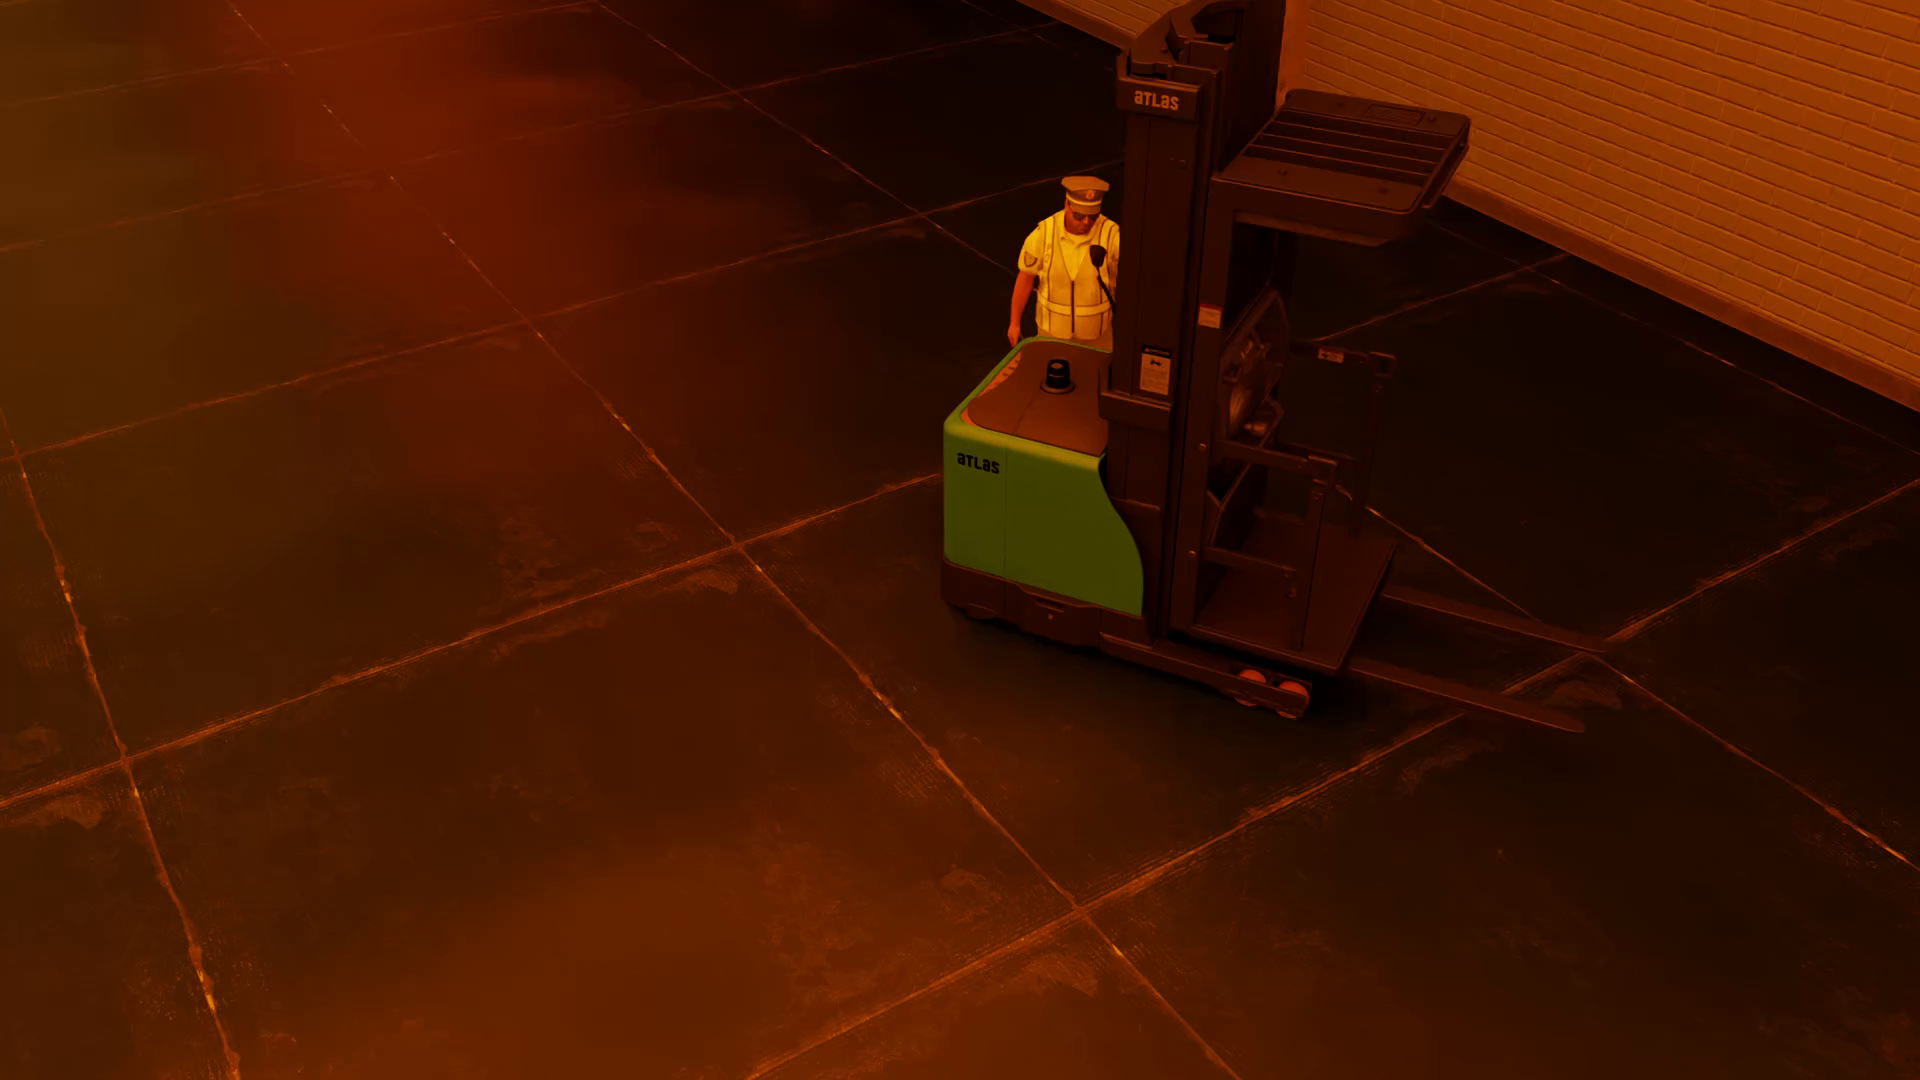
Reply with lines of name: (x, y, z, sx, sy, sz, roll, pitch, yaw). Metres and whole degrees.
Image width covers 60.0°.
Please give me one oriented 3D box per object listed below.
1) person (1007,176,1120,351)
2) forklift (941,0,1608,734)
person: (0.635, -1.116, 8.787, 0.787, 1.725, 0.440, 4, 35, 6)
forklift: (1.463, -0.741, 7.202, 3.031, 2.935, 1.130, 16, 38, 21)
